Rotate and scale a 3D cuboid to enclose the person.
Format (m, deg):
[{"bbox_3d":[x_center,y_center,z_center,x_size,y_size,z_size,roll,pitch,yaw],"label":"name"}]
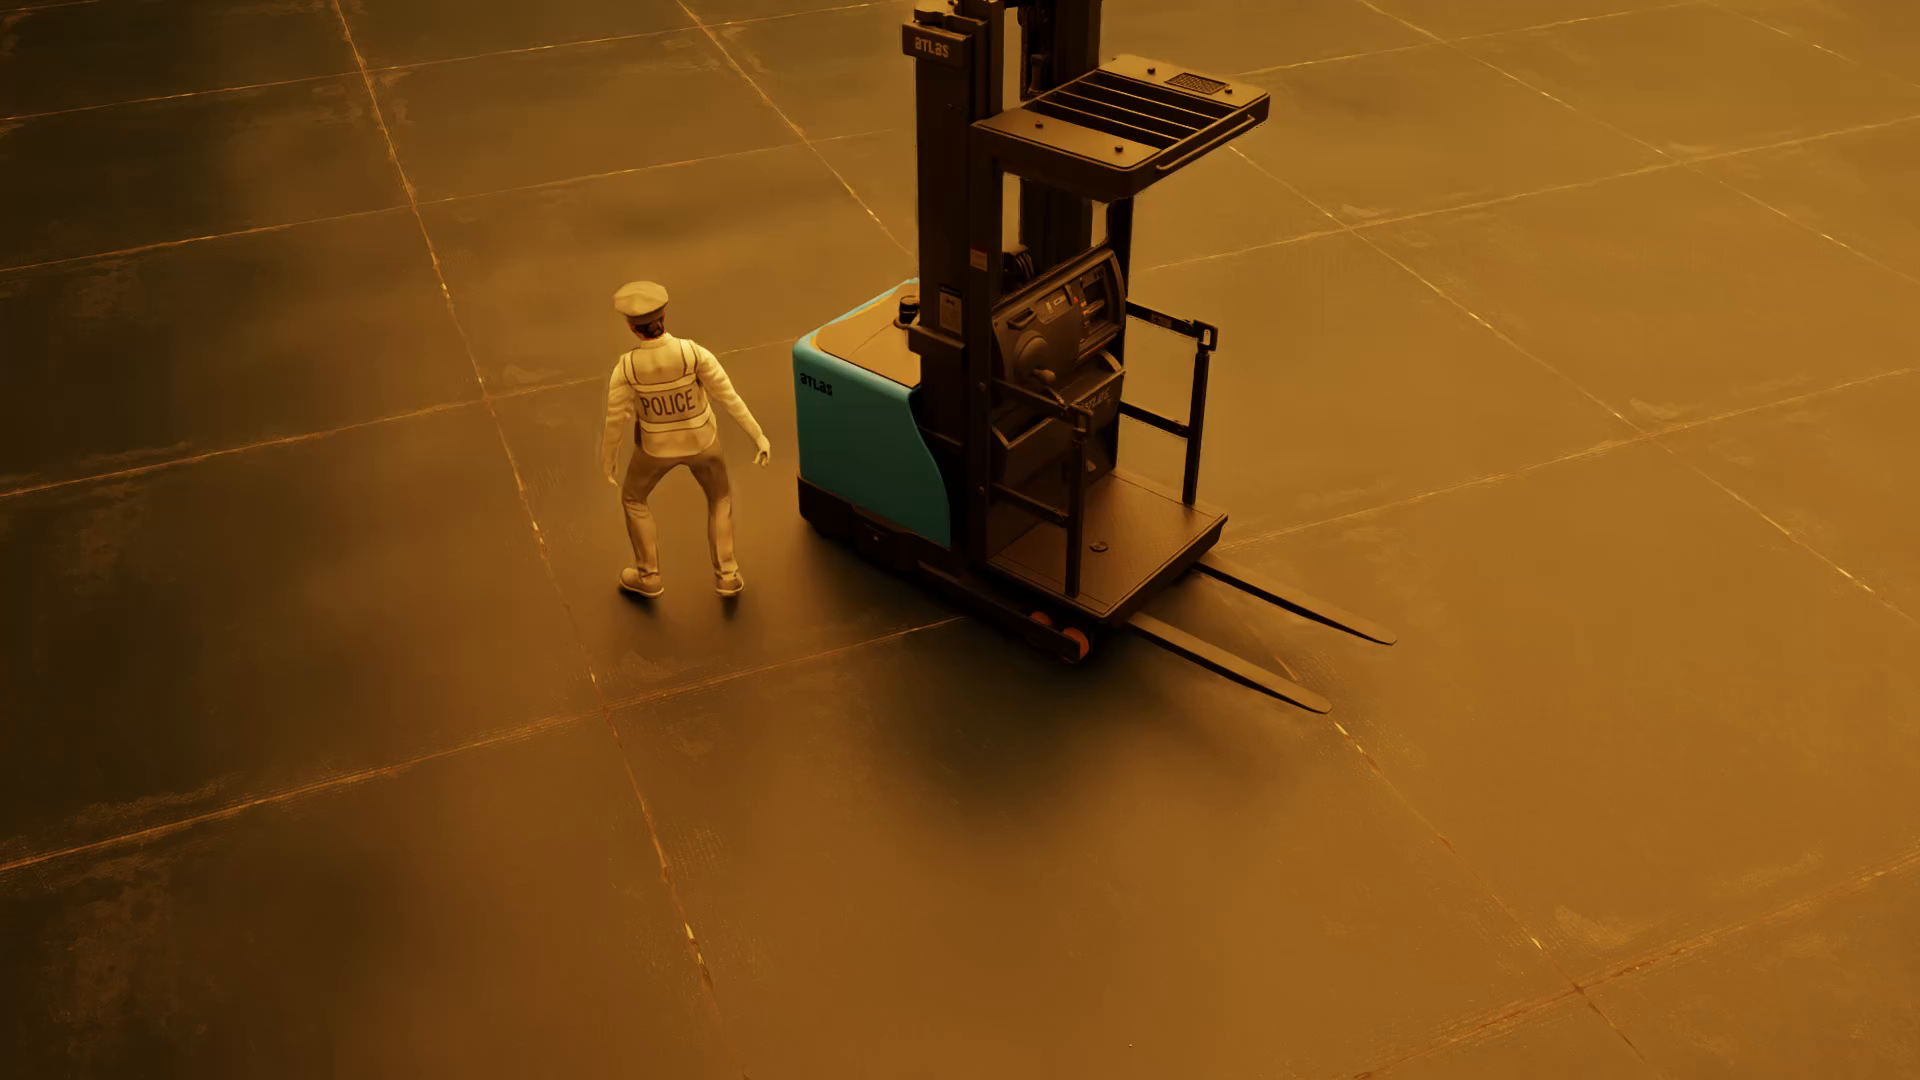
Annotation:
[{"bbox_3d":[-1.289,-0.423,7.802,0.790,1.593,0.456,-5,36,-7],"label":"person"}]

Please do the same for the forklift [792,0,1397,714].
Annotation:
[{"bbox_3d":[0.619,-0.965,7.456,3.031,2.935,1.130,25,42,31],"label":"forklift"}]
